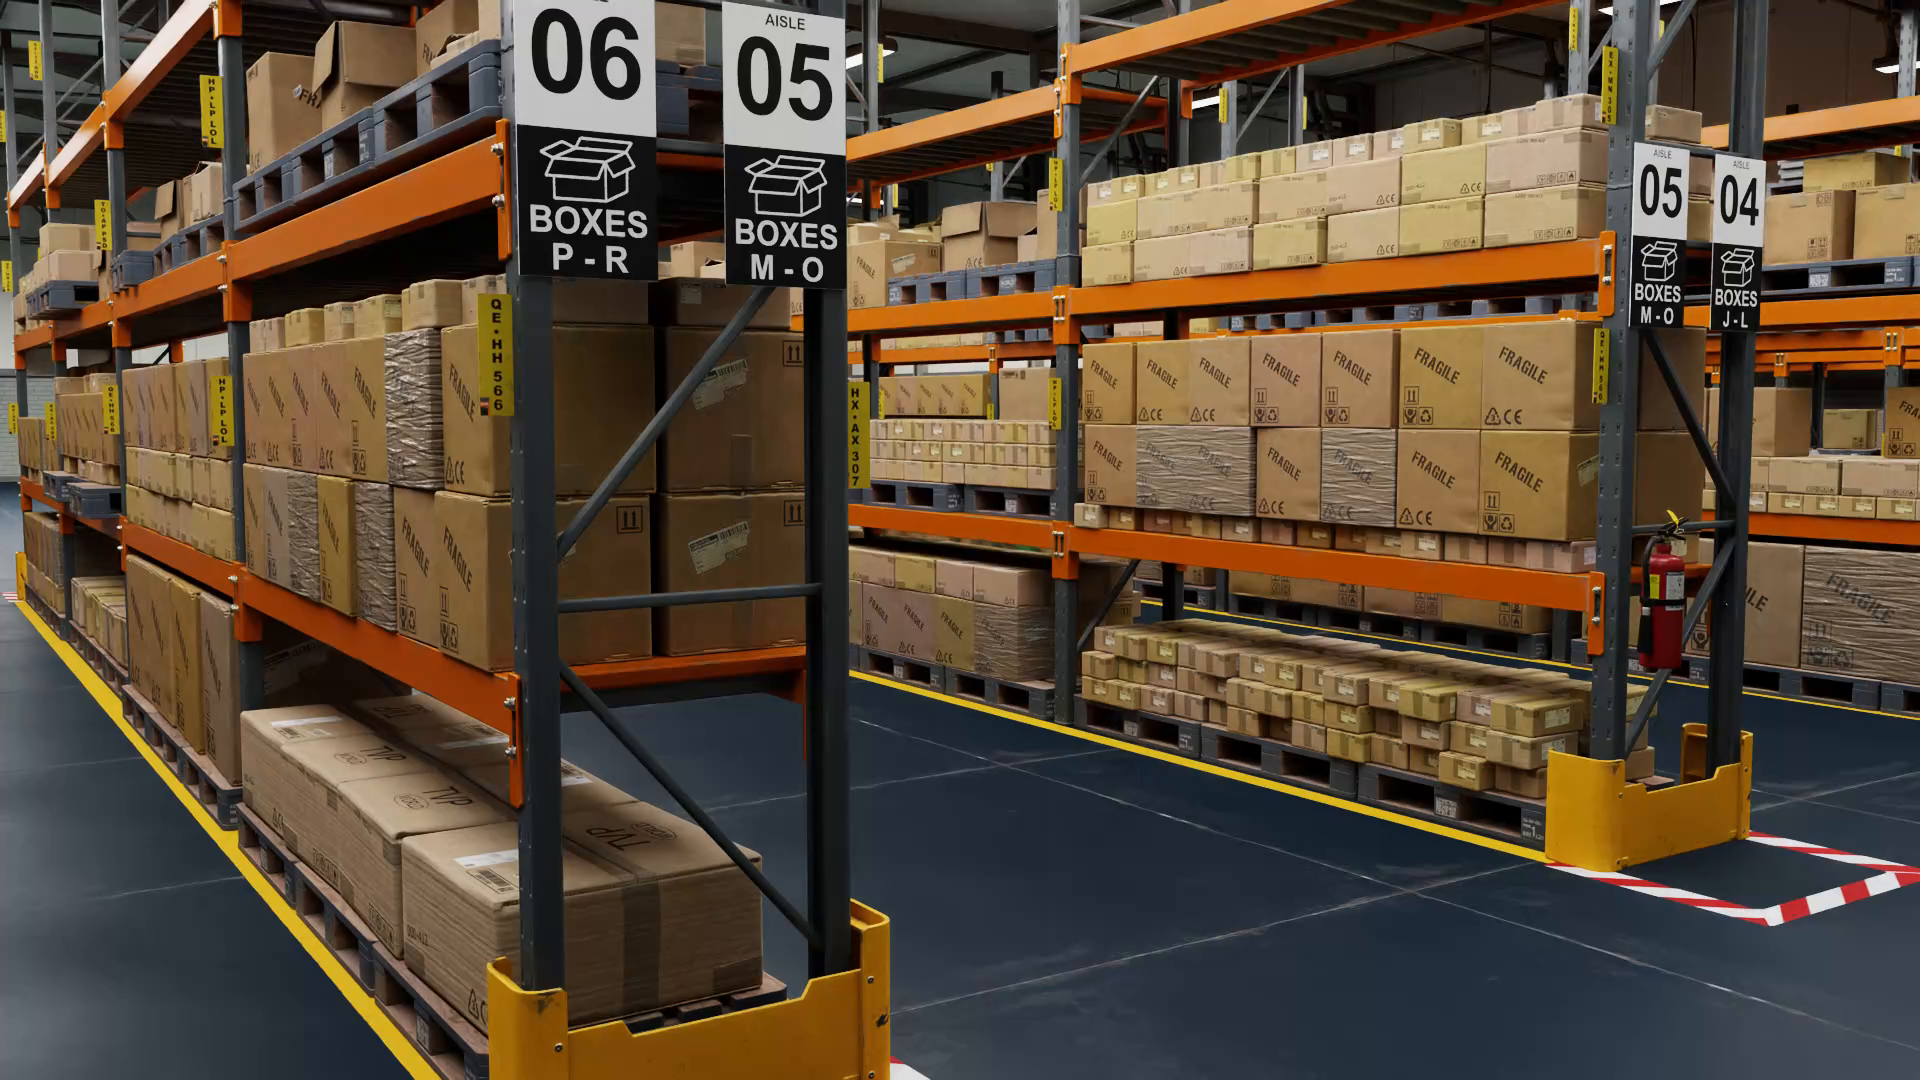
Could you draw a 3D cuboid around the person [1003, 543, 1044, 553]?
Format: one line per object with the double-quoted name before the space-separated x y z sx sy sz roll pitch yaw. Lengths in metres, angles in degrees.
"person" 0.726 -0.109 15.895 0.989 1.747 0.527 -3 5 -30
